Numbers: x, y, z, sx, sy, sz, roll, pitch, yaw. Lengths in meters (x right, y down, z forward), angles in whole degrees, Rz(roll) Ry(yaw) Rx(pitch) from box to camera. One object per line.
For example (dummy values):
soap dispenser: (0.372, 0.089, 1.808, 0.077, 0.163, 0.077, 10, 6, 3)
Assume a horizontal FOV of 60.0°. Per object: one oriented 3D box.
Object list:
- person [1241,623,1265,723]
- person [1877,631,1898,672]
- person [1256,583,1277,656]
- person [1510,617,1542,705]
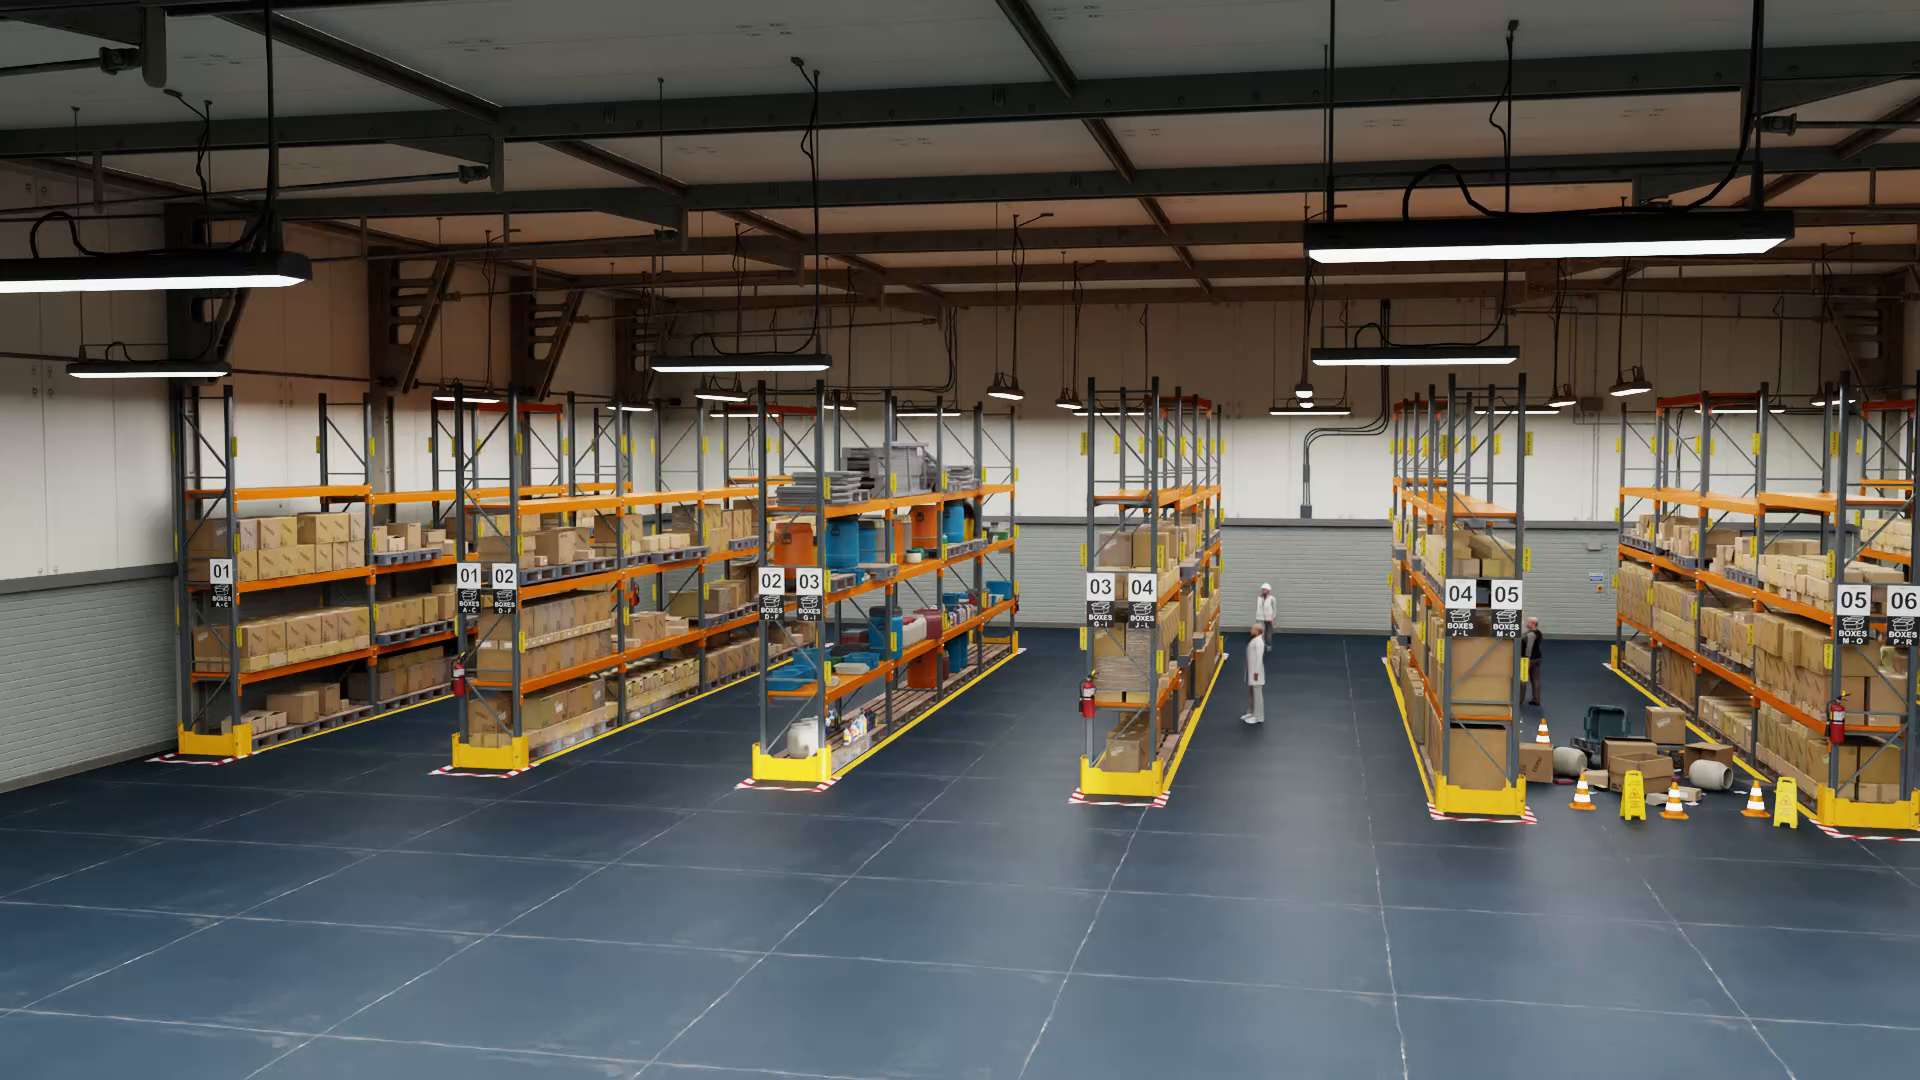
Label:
person: (5.344, 2.409, 30.290, 0.422, 1.786, 0.616, 0, 3, -9)
person: (16.678, 2.482, 30.033, 0.513, 1.700, 0.593, 0, 3, -3)
person: (7.365, 1.909, 39.975, 0.497, 1.731, 1.066, 0, 3, 8)
person: (11.017, 2.342, 32.297, 0.559, 1.718, 0.595, -2, 4, -29)
